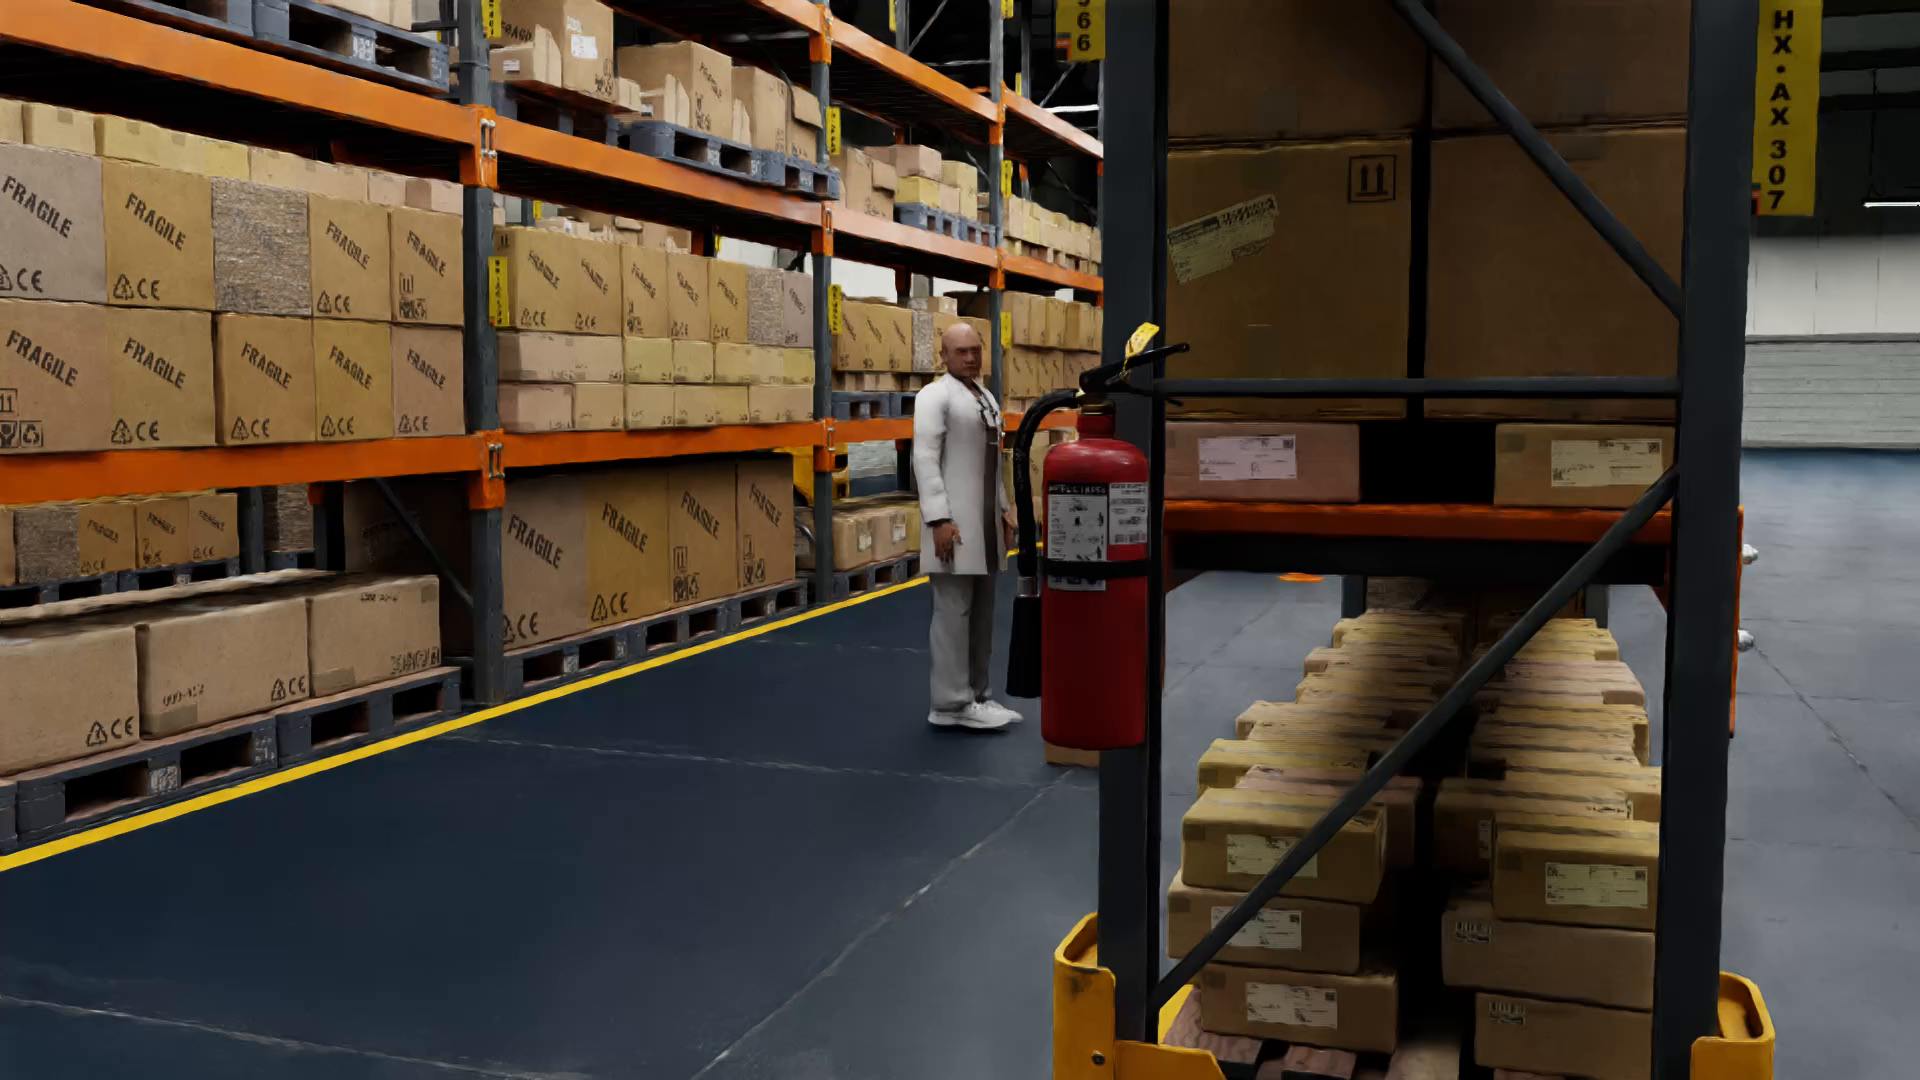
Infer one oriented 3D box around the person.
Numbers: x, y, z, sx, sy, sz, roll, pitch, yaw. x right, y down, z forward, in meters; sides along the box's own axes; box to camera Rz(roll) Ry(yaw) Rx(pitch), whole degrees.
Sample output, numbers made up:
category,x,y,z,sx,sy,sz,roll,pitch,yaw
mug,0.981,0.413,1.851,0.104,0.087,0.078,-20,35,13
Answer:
category,x,y,z,sx,sy,sz,roll,pitch,yaw
person,0.052,-0.050,7.422,0.433,1.826,0.637,3,6,32
